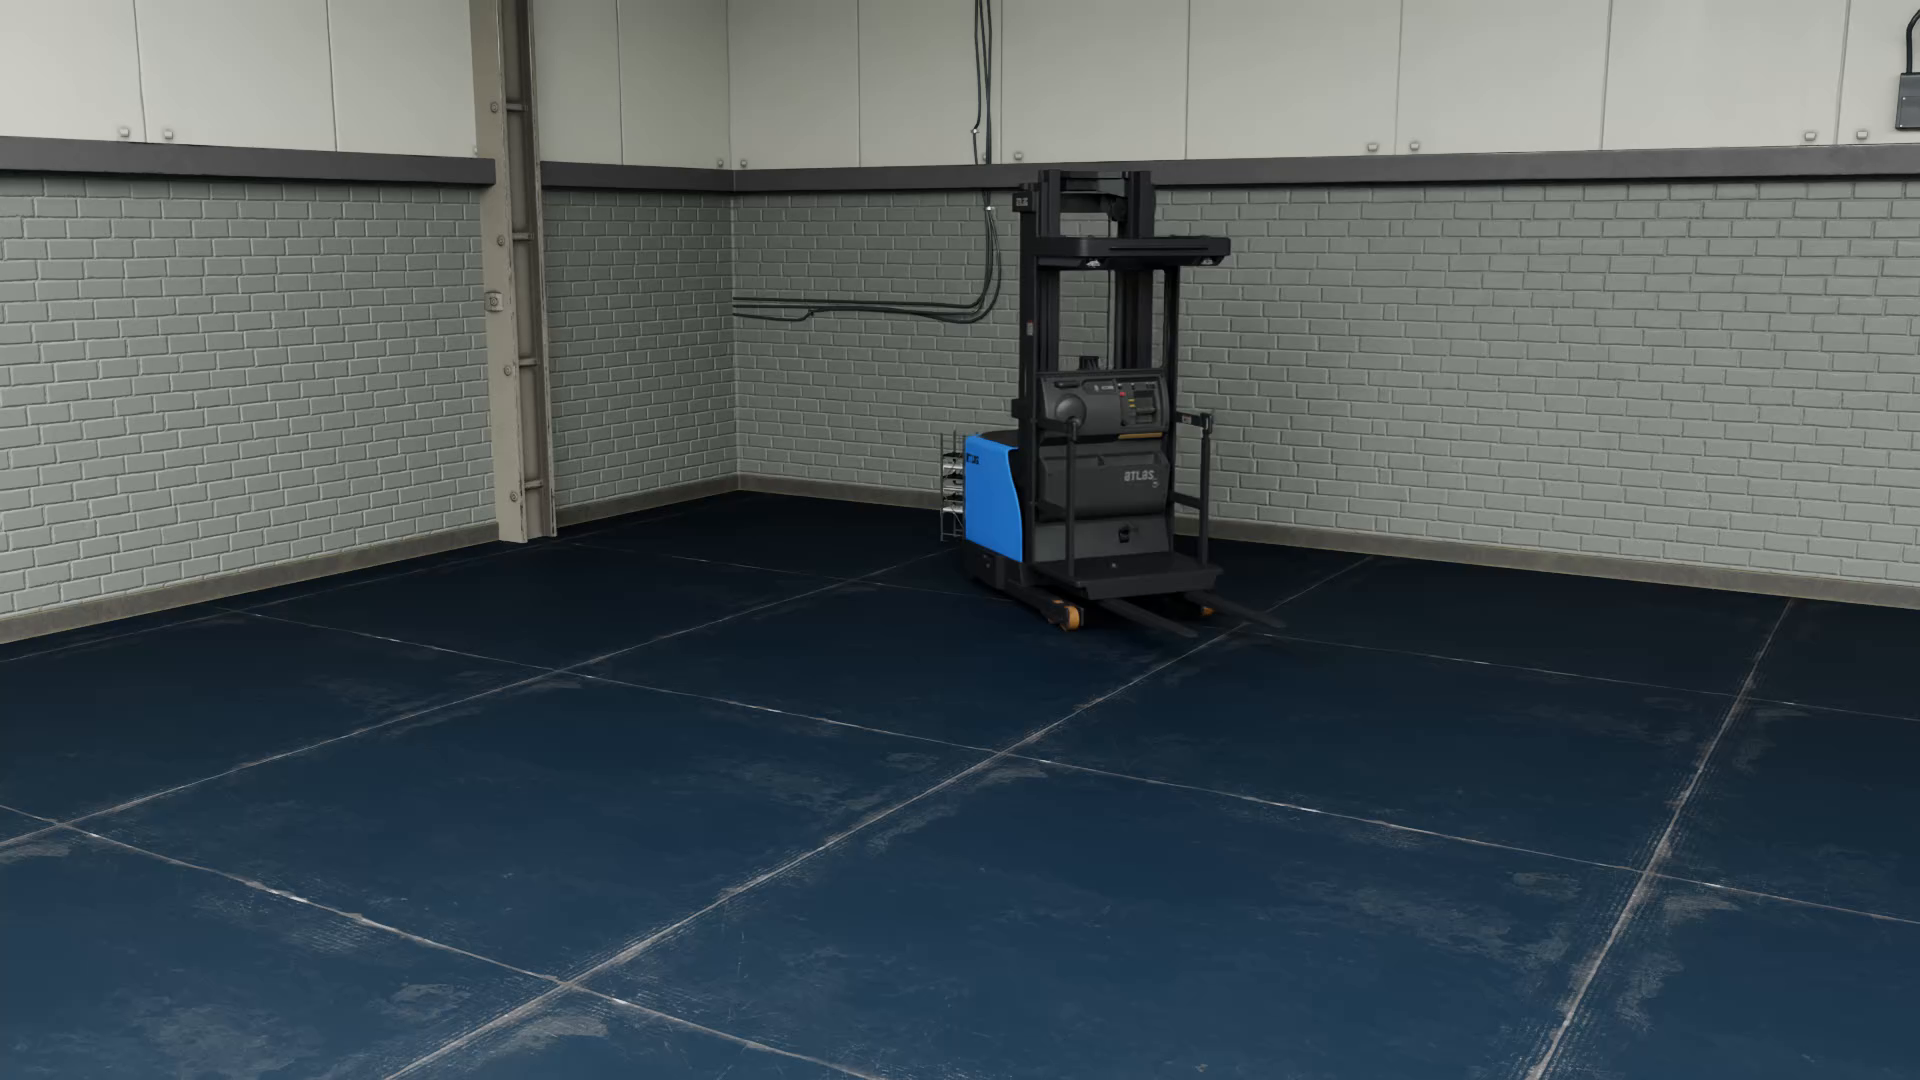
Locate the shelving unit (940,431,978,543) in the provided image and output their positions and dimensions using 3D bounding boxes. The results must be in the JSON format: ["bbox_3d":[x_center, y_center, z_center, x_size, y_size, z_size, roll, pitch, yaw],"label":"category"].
[{"bbox_3d":[-0.004,-0.441,13.779,0.258,0.900,0.210,6,12,31],"label":"shelving unit"}]

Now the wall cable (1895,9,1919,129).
[{"bbox_3d":[7.127,-5.543,9.779,2.305,6.003,0.169,6,12,31],"label":"wall cable"}]

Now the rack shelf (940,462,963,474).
[{"bbox_3d":[-0.004,-0.585,13.752,0.258,0.077,0.200,6,12,31],"label":"rack shelf"}]

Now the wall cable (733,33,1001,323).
[{"bbox_3d":[-0.978,-3.254,15.236,3.097,2.526,0.112,6,12,31],"label":"wall cable"}]

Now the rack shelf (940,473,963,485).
[{"bbox_3d":[-0.004,-0.497,13.769,0.258,0.077,0.200,6,12,31],"label":"rack shelf"}]

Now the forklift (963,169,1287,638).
[{"bbox_3d":[1.058,-0.941,10.930,1.130,2.935,3.031,-4,11,-22],"label":"forklift"}]

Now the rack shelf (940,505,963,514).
[{"bbox_3d":[-0.004,-0.231,13.818,0.258,0.077,0.200,6,12,31],"label":"rack shelf"}]

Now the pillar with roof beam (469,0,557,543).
[{"bbox_3d":[0.041,-4.032,10.953,9.100,9.000,0.400,6,12,31],"label":"pillar with roof beam"}]

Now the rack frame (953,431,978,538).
[{"bbox_3d":[0.049,-0.457,13.864,0.240,0.900,0.006,6,12,31],"label":"rack frame"}]

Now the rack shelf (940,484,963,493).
[{"bbox_3d":[-0.004,-0.408,13.785,0.258,0.077,0.200,6,12,31],"label":"rack shelf"}]

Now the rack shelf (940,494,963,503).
[{"bbox_3d":[-0.004,-0.320,13.802,0.258,0.077,0.200,6,12,31],"label":"rack shelf"}]

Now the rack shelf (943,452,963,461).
[{"bbox_3d":[-0.004,-0.674,13.735,0.258,0.077,0.200,6,12,31],"label":"rack shelf"}]

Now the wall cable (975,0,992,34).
[{"bbox_3d":[1.334,-5.478,13.391,3.097,2.526,0.112,6,12,31],"label":"wall cable"}]

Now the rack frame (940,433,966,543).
[{"bbox_3d":[-0.057,-0.425,13.694,0.240,0.900,0.006,6,12,31],"label":"rack frame"}]
